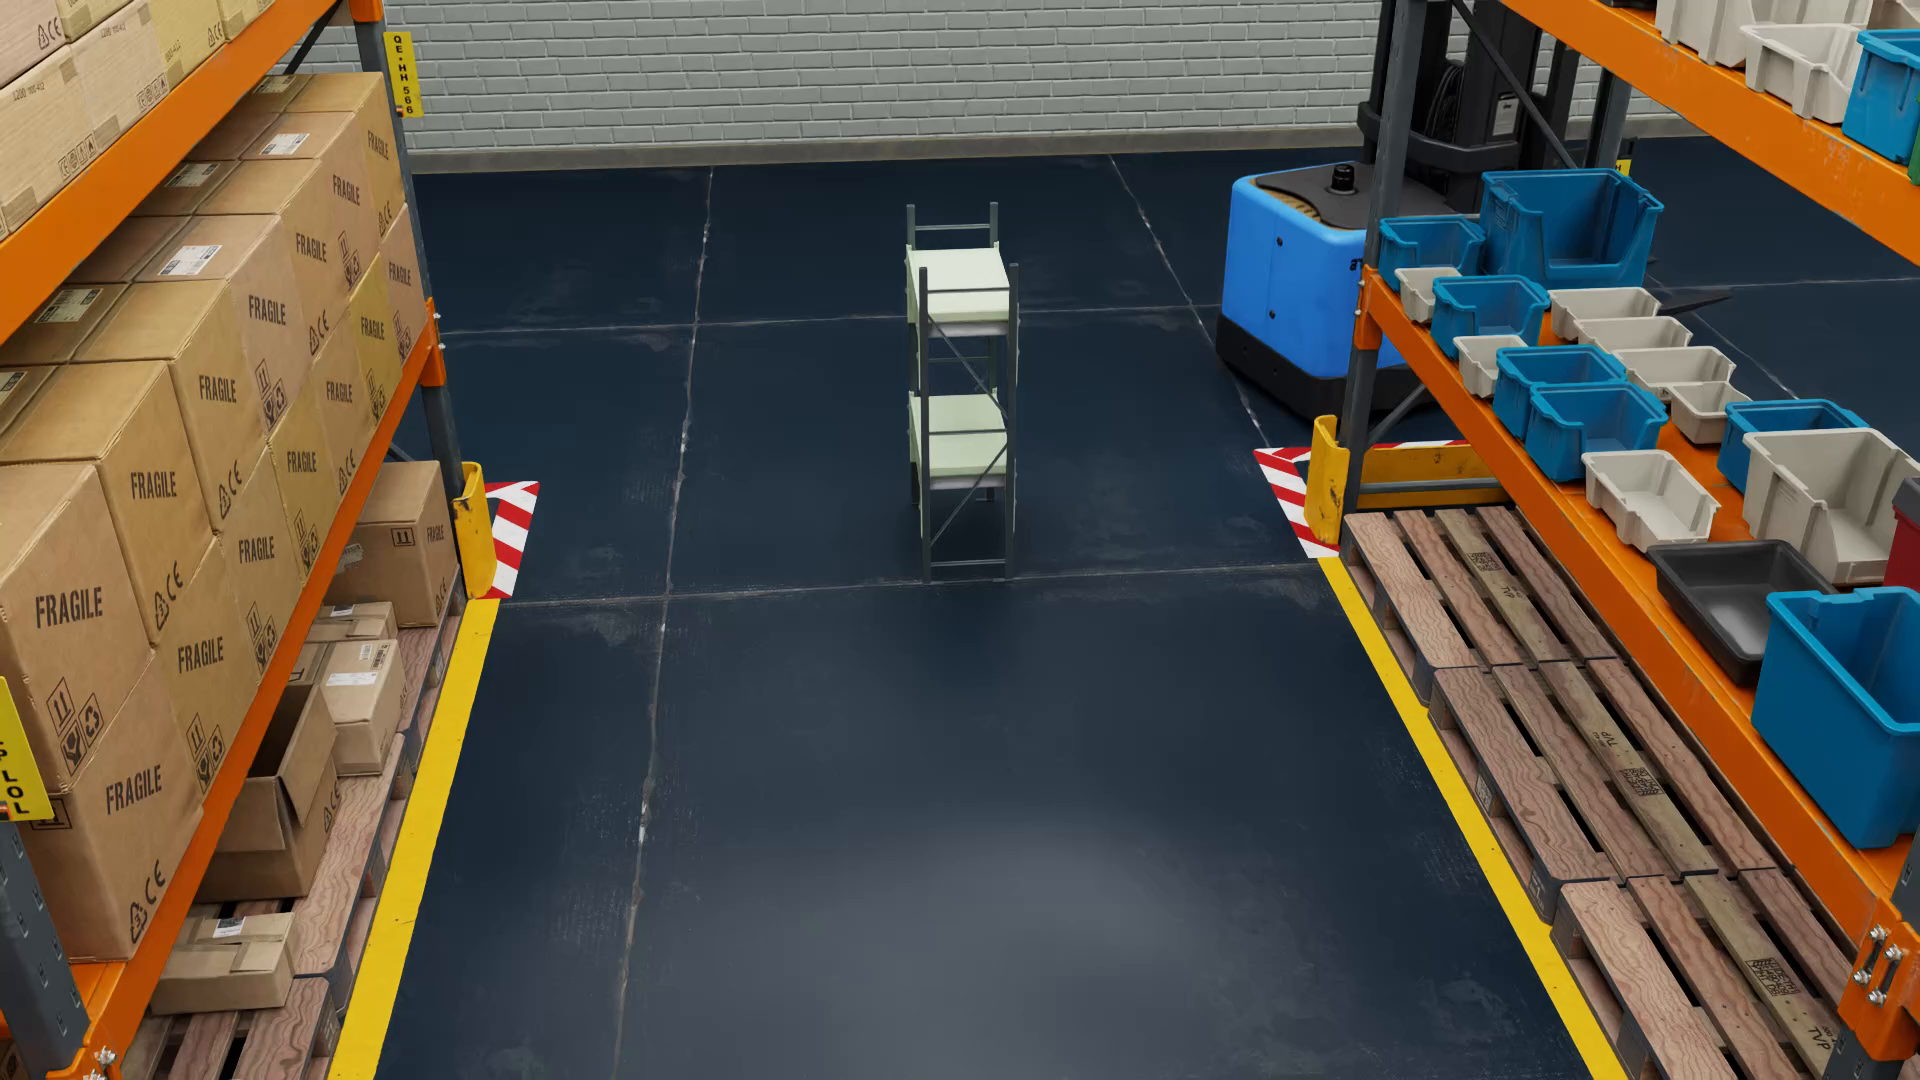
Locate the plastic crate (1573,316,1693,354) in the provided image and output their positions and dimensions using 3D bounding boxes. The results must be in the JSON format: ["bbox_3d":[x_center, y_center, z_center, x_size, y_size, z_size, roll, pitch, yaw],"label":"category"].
[{"bbox_3d":[2.518,-0.722,6.232,0.396,0.136,0.243,-3,31,-5],"label":"plastic crate"}]

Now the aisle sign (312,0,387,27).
[{"bbox_3d":[-2.385,-2.296,6.133,0.394,0.787,0.004,-3,31,-5],"label":"aisle sign"}]

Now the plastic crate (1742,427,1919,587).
[{"bbox_3d":[2.663,-0.087,5.027,0.437,0.282,0.530,-3,31,-5],"label":"plastic crate"}]

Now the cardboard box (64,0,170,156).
[{"bbox_3d":[-2.197,-1.082,3.858,0.500,0.250,0.500,-3,31,-5],"label":"cardboard box"}]

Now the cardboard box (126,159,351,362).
[{"bbox_3d":[-2.267,-0.866,5.202,0.500,0.500,0.500,-2,31,-3],"label":"cardboard box"}]

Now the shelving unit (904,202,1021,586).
[{"bbox_3d":[0.001,-0.640,7.360,0.431,1.500,0.755,-3,31,-5],"label":"shelving unit"}]

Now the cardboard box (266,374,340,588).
[{"bbox_3d":[-2.230,-0.180,5.030,0.500,0.500,0.500,-3,31,-5],"label":"cardboard box"}]

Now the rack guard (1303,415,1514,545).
[{"bbox_3d":[2.234,-0.304,7.772,1.175,0.500,0.348,-3,31,-5],"label":"rack guard"}]

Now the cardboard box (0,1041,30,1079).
[{"bbox_3d":[-2.645,1.519,4.290,0.500,0.500,0.500,-3,31,-5],"label":"cardboard box"}]

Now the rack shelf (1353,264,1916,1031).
[{"bbox_3d":[2.436,-0.036,5.586,1.077,0.370,4.000,-3,31,-5],"label":"rack shelf"}]

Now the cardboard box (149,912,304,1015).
[{"bbox_3d":[-2.224,1.274,5.026,0.380,0.166,0.250,-3,31,-5],"label":"cardboard box"}]

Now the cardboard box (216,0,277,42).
[{"bbox_3d":[-2.277,-1.593,4.714,0.500,0.250,0.500,-3,31,-5],"label":"cardboard box"}]

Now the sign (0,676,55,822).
[{"bbox_3d":[-1.757,0.387,3.049,0.100,0.325,0.005,-3,31,-5],"label":"sign"}]

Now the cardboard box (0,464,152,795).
[{"bbox_3d":[-2.073,0.186,3.441,0.500,0.500,0.500,-2,31,-3],"label":"cardboard box"}]

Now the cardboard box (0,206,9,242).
[{"bbox_3d":[-2.109,-0.571,3.003,0.500,0.250,0.500,-3,31,-5],"label":"cardboard box"}]

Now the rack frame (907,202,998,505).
[{"bbox_3d":[-0.034,-0.827,7.673,0.400,1.500,0.023,-3,31,-5],"label":"rack frame"}]

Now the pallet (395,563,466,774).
[{"bbox_3d":[-2.601,0.513,6.686,1.003,0.211,1.213,-3,31,-5],"label":"pallet"}]

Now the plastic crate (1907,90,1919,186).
[{"bbox_3d":[2.282,-0.722,3.315,0.450,0.188,0.662,-3,31,-5],"label":"plastic crate"}]

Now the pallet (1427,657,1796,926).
[{"bbox_3d":[2.398,0.876,6.078,1.003,0.211,1.213,-3,31,-5],"label":"pallet"}]

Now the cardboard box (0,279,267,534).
[{"bbox_3d":[-2.170,-0.340,4.322,0.500,0.500,0.500,-4,31,-6],"label":"cardboard box"}]

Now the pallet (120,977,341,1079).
[{"bbox_3d":[-2.373,1.759,4.600,1.003,0.211,1.213,-3,31,-5],"label":"pallet"}]

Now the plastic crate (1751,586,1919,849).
[{"bbox_3d":[2.239,0.436,4.052,0.392,0.384,0.575,-3,31,-5],"label":"plastic crate"}]

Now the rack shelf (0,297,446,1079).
[{"bbox_3d":[-2.496,0.200,5.192,1.077,0.370,4.000,-3,31,-5],"label":"rack shelf"}]

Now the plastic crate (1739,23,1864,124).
[{"bbox_3d":[2.125,-1.129,4.047,0.293,0.136,0.466,-3,31,-5],"label":"plastic crate"}]

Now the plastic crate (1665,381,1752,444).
[{"bbox_3d":[2.614,-0.430,5.744,0.298,0.136,0.250,-3,31,-5],"label":"plastic crate"}]

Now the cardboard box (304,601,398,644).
[{"bbox_3d":[-2.439,0.374,6.532,0.380,0.166,0.250,-3,31,-5],"label":"cardboard box"}]

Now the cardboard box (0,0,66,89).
[{"bbox_3d":[-2.156,-1.041,3.302,0.500,0.250,0.500,-3,31,-5],"label":"cardboard box"}]

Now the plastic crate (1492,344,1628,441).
[{"bbox_3d":[2.067,-0.505,5.776,0.416,0.233,0.300,-3,31,-5],"label":"plastic crate"}]

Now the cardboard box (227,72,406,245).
[{"bbox_3d":[-2.368,-1.388,6.076,0.500,0.500,0.500,-3,31,-5],"label":"cardboard box"}]

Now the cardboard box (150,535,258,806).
[{"bbox_3d":[-2.137,0.335,4.167,0.500,0.500,0.500,-2,31,-4],"label":"cardboard box"}]

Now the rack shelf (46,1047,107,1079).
[{"bbox_3d":[-2.123,2.242,1.773,1.077,0.370,4.000,-3,31,-5],"label":"rack shelf"}]

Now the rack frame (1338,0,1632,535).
[{"bbox_3d":[2.249,-1.366,7.111,1.000,3.000,0.127,-3,31,-5],"label":"rack frame"}]

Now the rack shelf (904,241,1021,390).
[{"bbox_3d":[0.001,-0.976,7.160,0.431,0.370,0.720,-3,31,-5],"label":"rack shelf"}]

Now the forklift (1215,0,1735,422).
[{"bbox_3d":[3.009,-2.352,8.829,3.031,2.935,1.130,-12,33,-20],"label":"forklift"}]

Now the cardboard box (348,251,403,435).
[{"bbox_3d":[-2.318,-0.693,5.887,0.500,0.500,0.500,-2,31,-4],"label":"cardboard box"}]

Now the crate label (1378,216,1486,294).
[{"bbox_3d":[1.944,-1.178,6.901,0.416,0.233,0.303,-3,31,-5],"label":"crate label"}]

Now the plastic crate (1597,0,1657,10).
[{"bbox_3d":[2.118,-1.833,5.030,0.504,0.338,0.767,-3,31,-5],"label":"plastic crate"}]

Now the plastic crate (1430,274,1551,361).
[{"bbox_3d":[2.006,-0.841,6.338,0.416,0.233,0.300,-3,31,-5],"label":"plastic crate"}]

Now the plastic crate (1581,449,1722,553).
[{"bbox_3d":[2.161,-0.111,5.209,0.293,0.136,0.466,-3,31,-5],"label":"plastic crate"}]
